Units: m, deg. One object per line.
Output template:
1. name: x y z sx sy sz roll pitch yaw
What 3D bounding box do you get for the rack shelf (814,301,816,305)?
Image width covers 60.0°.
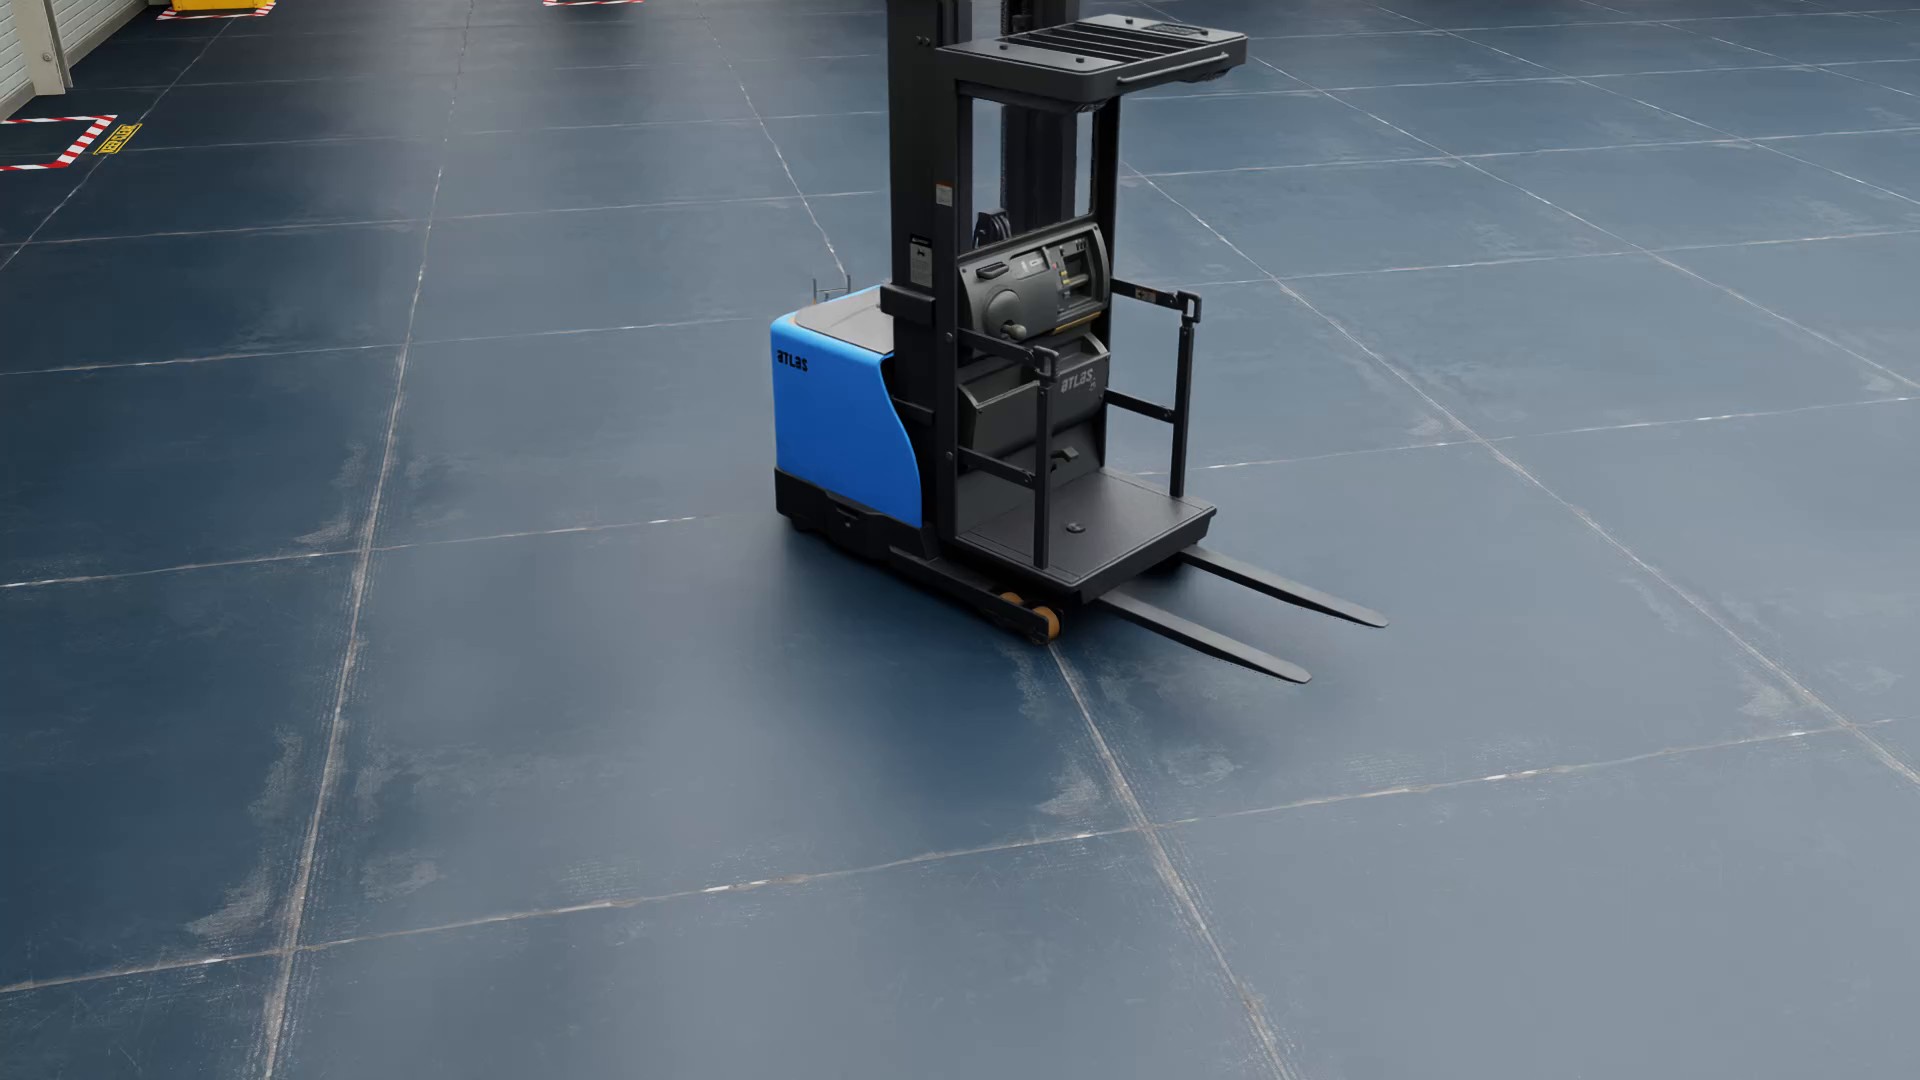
1. rack shelf: -0.625 -1.091 8.639 0.215 0.259 0.240 -9 28 -17

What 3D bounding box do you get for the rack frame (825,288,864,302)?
1. rack frame: -0.584 -0.795 8.659 0.200 1.050 0.008 -9 28 -17

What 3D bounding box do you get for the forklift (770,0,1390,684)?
1. forklift: 0.492 -1.114 7.204 3.031 2.935 1.130 23 35 37

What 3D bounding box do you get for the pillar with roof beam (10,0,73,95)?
1. pillar with roof beam: -5.489 -9.250 16.589 9.100 9.000 0.400 -6 27 -12

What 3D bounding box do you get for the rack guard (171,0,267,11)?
1. rack guard: -10.052 -7.466 22.488 1.175 0.500 0.348 -6 27 -12

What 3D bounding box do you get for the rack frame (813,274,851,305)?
1. rack frame: -0.664 -0.899 8.865 0.200 1.050 0.008 -9 28 -17

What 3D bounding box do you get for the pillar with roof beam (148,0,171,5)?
1. pillar with roof beam: -6.841 -11.884 21.808 9.100 9.000 0.400 -6 27 -12

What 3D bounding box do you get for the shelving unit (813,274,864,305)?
1. shelving unit: -0.624 -0.847 8.762 0.215 1.050 0.252 -9 28 -17
